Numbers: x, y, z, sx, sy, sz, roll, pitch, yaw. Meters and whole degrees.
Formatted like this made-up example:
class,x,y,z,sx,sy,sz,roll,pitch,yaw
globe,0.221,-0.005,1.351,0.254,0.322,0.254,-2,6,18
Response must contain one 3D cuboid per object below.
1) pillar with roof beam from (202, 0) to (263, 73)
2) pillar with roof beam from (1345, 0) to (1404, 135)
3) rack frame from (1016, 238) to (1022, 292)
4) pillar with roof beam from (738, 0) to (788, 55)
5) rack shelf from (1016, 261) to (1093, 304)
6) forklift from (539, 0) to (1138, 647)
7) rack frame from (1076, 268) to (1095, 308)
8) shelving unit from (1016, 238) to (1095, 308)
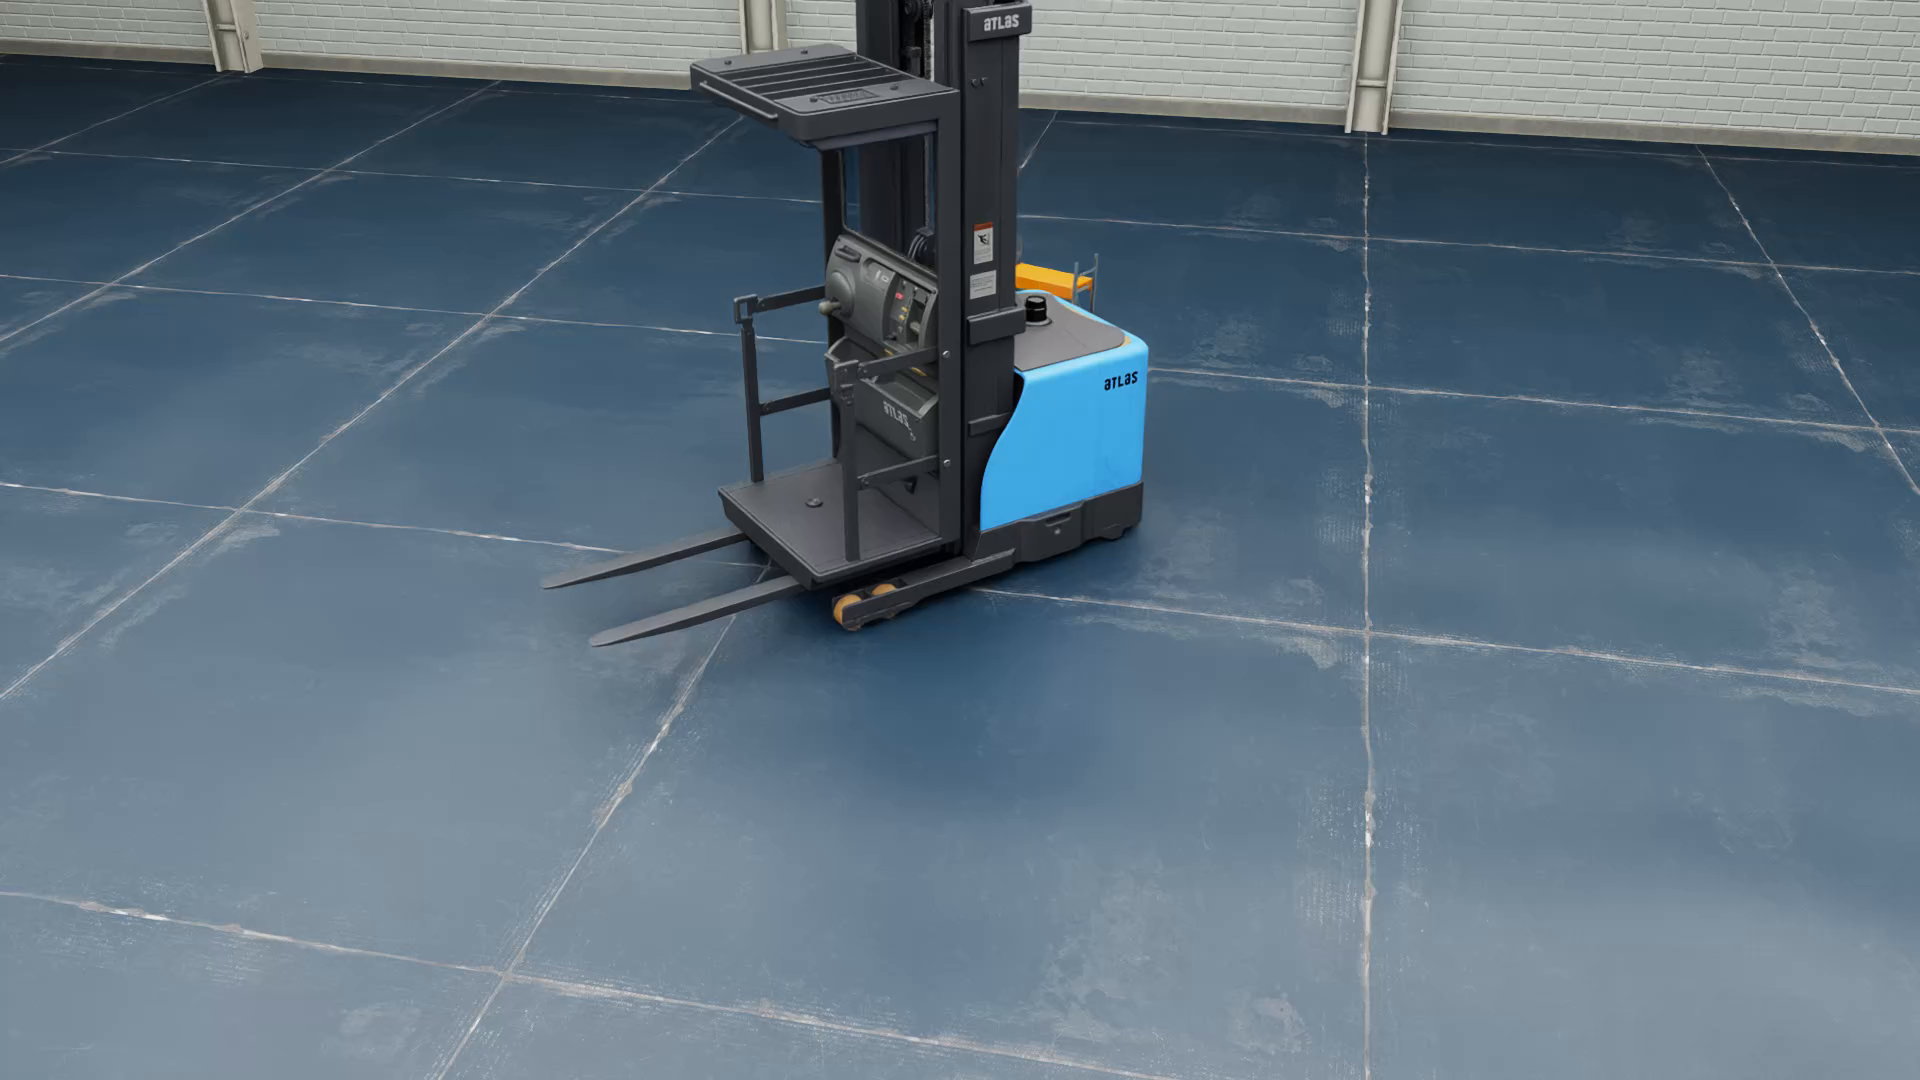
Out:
class,x,y,z,sx,sy,sz,roll,pitch,yaw
pillar with roof beam,-8.743,-7.065,12.283,0.400,9.000,9.100,6,29,11
pillar with roof beam,2.992,-5.861,10.085,0.400,9.000,9.100,6,29,11
rack frame,0.256,-1.118,9.524,0.015,1.200,0.240,17,29,29
pillar with roof beam,-2.875,-6.463,11.184,0.400,9.000,9.100,6,29,11
rack shelf,0.476,-1.409,9.240,0.480,0.148,0.258,17,29,29
forklift,-0.554,-1.146,7.791,3.031,2.935,1.121,-17,33,-28
rack frame,0.665,-0.990,9.290,0.006,1.046,0.228,17,29,29
shelving unit,0.458,-1.054,9.408,0.499,1.200,0.258,17,29,29
